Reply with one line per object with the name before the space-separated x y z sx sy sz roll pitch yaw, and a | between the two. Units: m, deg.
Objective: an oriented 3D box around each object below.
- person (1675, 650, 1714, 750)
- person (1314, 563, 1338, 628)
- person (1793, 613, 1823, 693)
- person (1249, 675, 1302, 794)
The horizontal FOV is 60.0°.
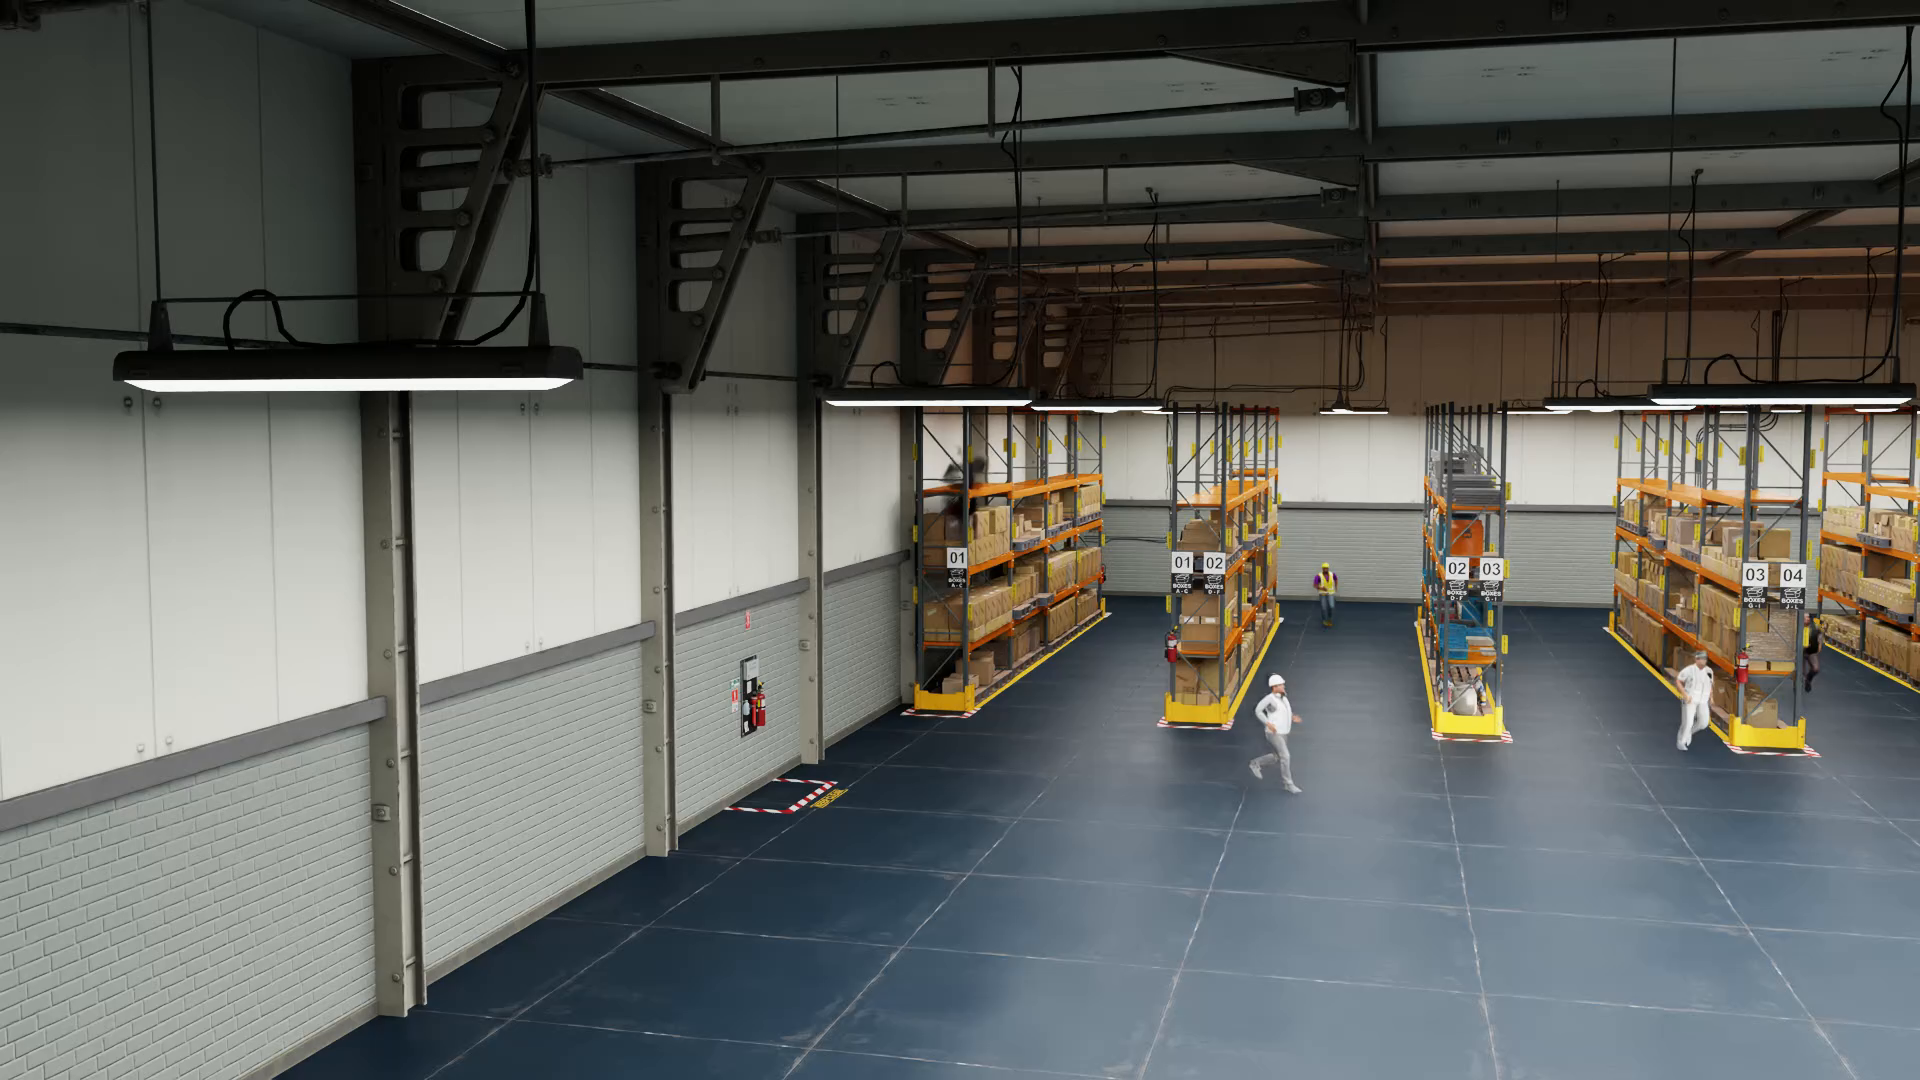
person | 12.711 2.756 28.676 0.714 1.722 0.539 0 4 -3
person | 9.985 1.502 45.363 0.693 1.764 0.694 0 4 4
person | 17.445 2.338 34.234 0.668 1.671 0.807 1 4 12
person | 4.843 2.958 25.535 0.928 1.778 0.663 3 5 36
